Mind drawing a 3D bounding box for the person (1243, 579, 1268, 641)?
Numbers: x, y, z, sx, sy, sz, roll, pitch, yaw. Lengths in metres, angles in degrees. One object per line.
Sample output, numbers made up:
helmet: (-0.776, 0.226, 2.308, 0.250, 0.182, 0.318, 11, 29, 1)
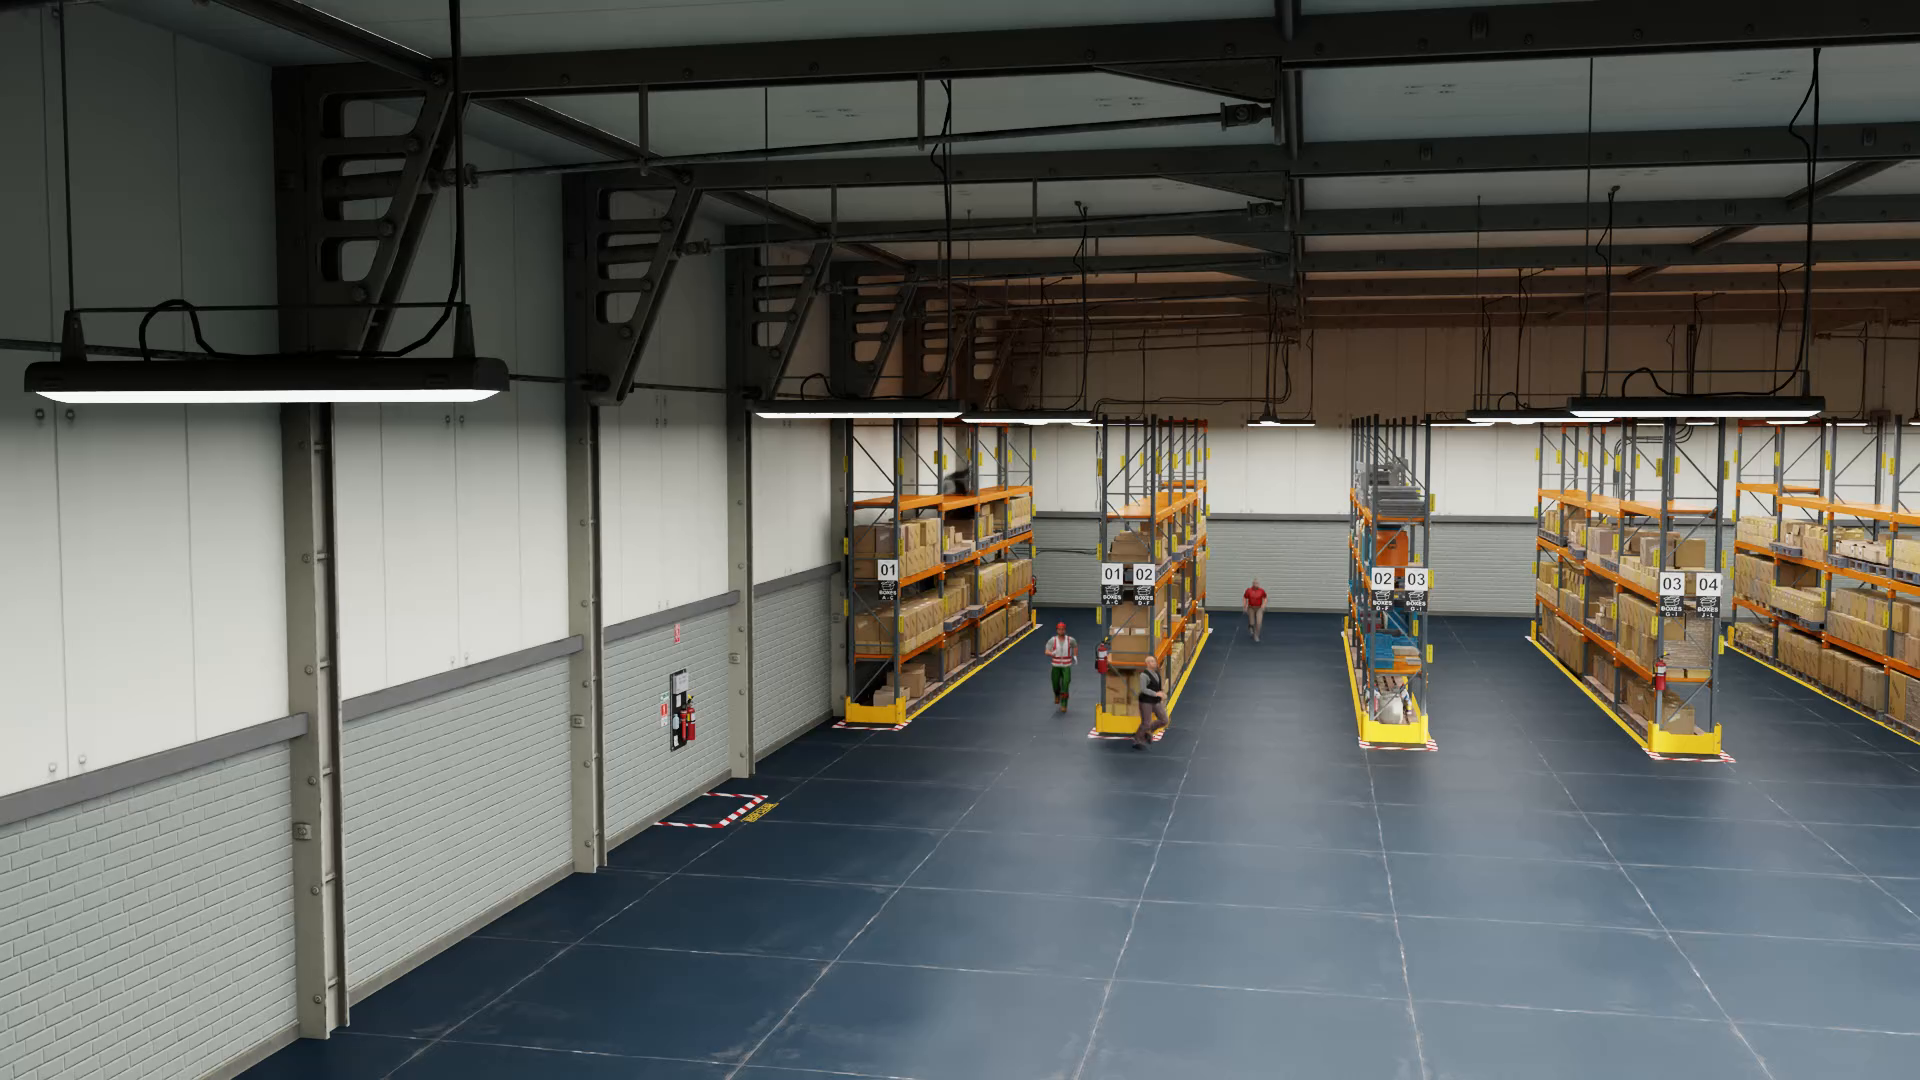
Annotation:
person: (8.020, 1.894, 45.156, 0.654, 1.682, 0.631, 0, 4, 4)

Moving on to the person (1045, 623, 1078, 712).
person: (2.062, 2.557, 33.811, 0.666, 1.763, 0.985, 0, 4, 5)

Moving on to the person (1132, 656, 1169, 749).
person: (3.430, 2.903, 29.660, 0.736, 1.680, 0.689, 3, 5, 42)

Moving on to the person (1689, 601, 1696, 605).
person: (19.646, 1.872, 45.138, 0.701, 1.713, 0.754, 0, 4, -3)
